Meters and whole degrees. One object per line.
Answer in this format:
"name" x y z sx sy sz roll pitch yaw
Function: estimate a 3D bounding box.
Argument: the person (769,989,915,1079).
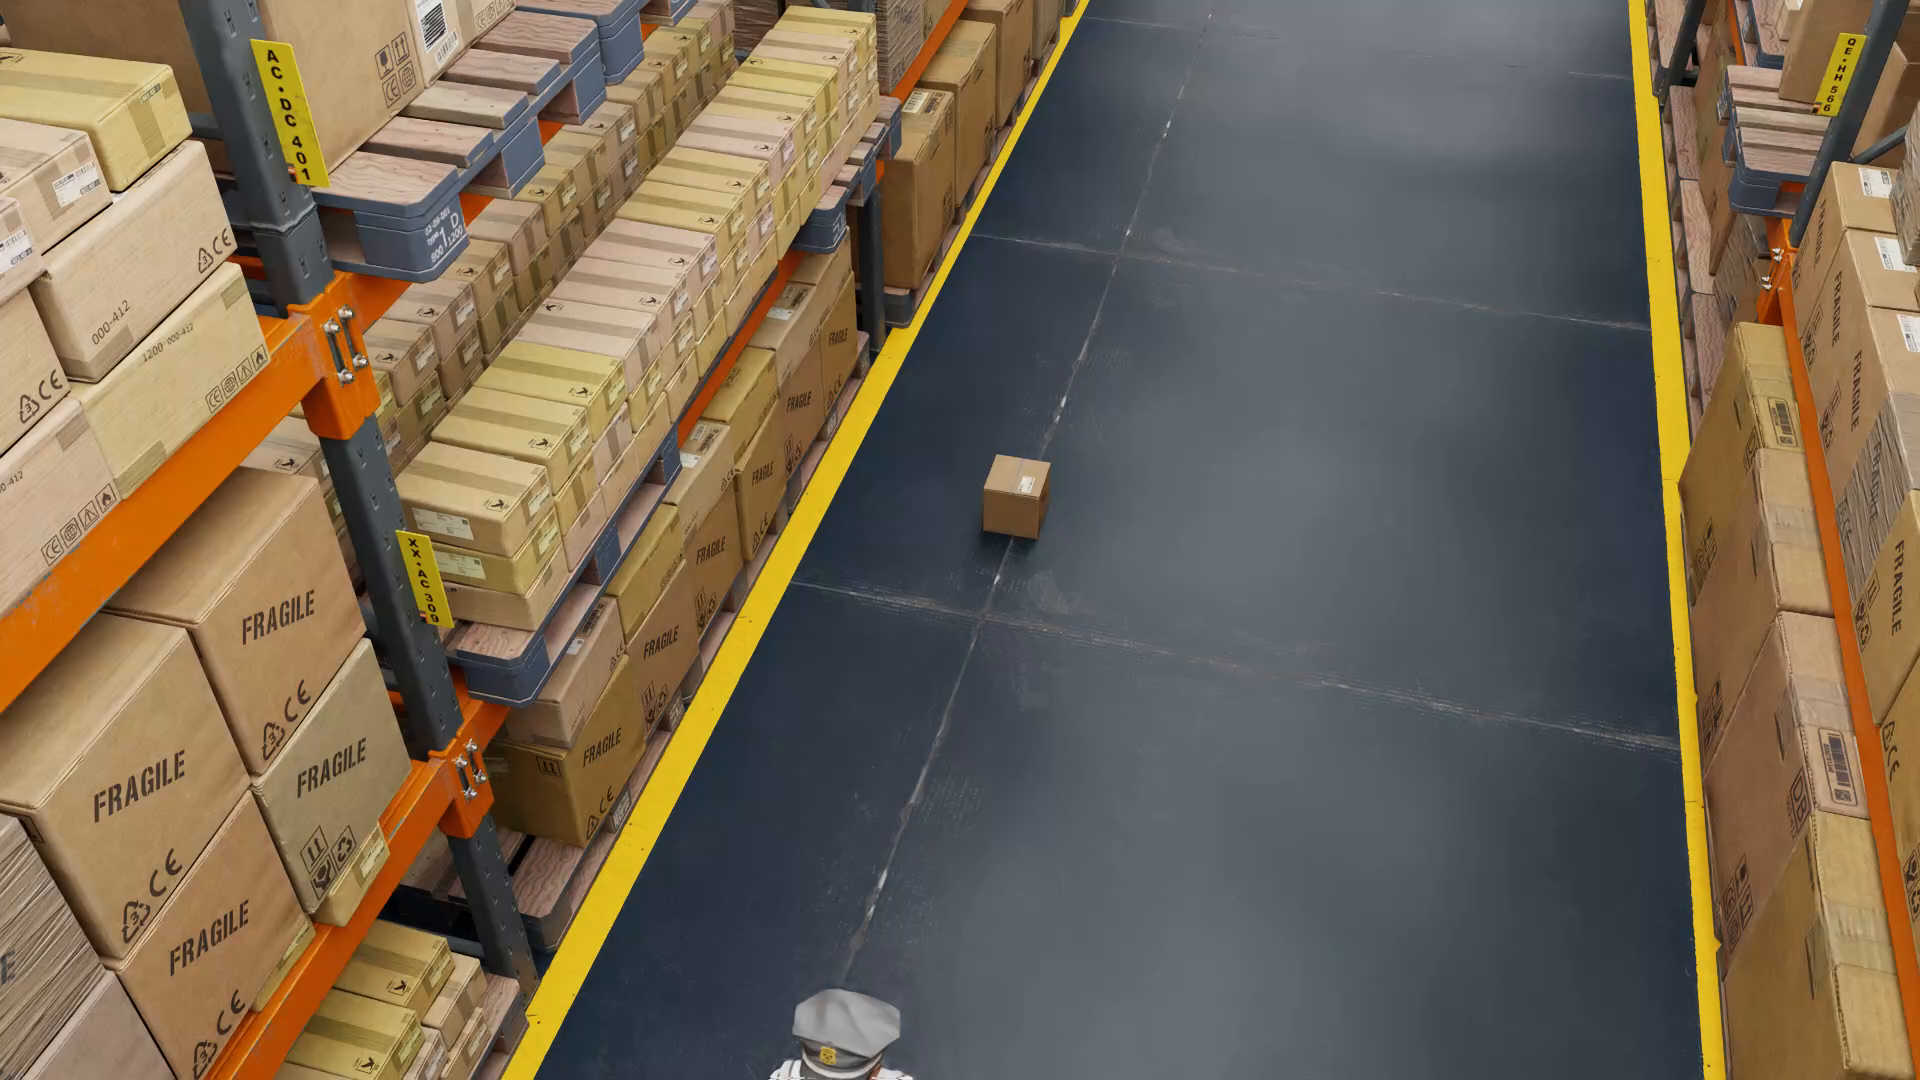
"person" -0.249 1.678 4.210 0.477 1.645 0.949 4 41 4
